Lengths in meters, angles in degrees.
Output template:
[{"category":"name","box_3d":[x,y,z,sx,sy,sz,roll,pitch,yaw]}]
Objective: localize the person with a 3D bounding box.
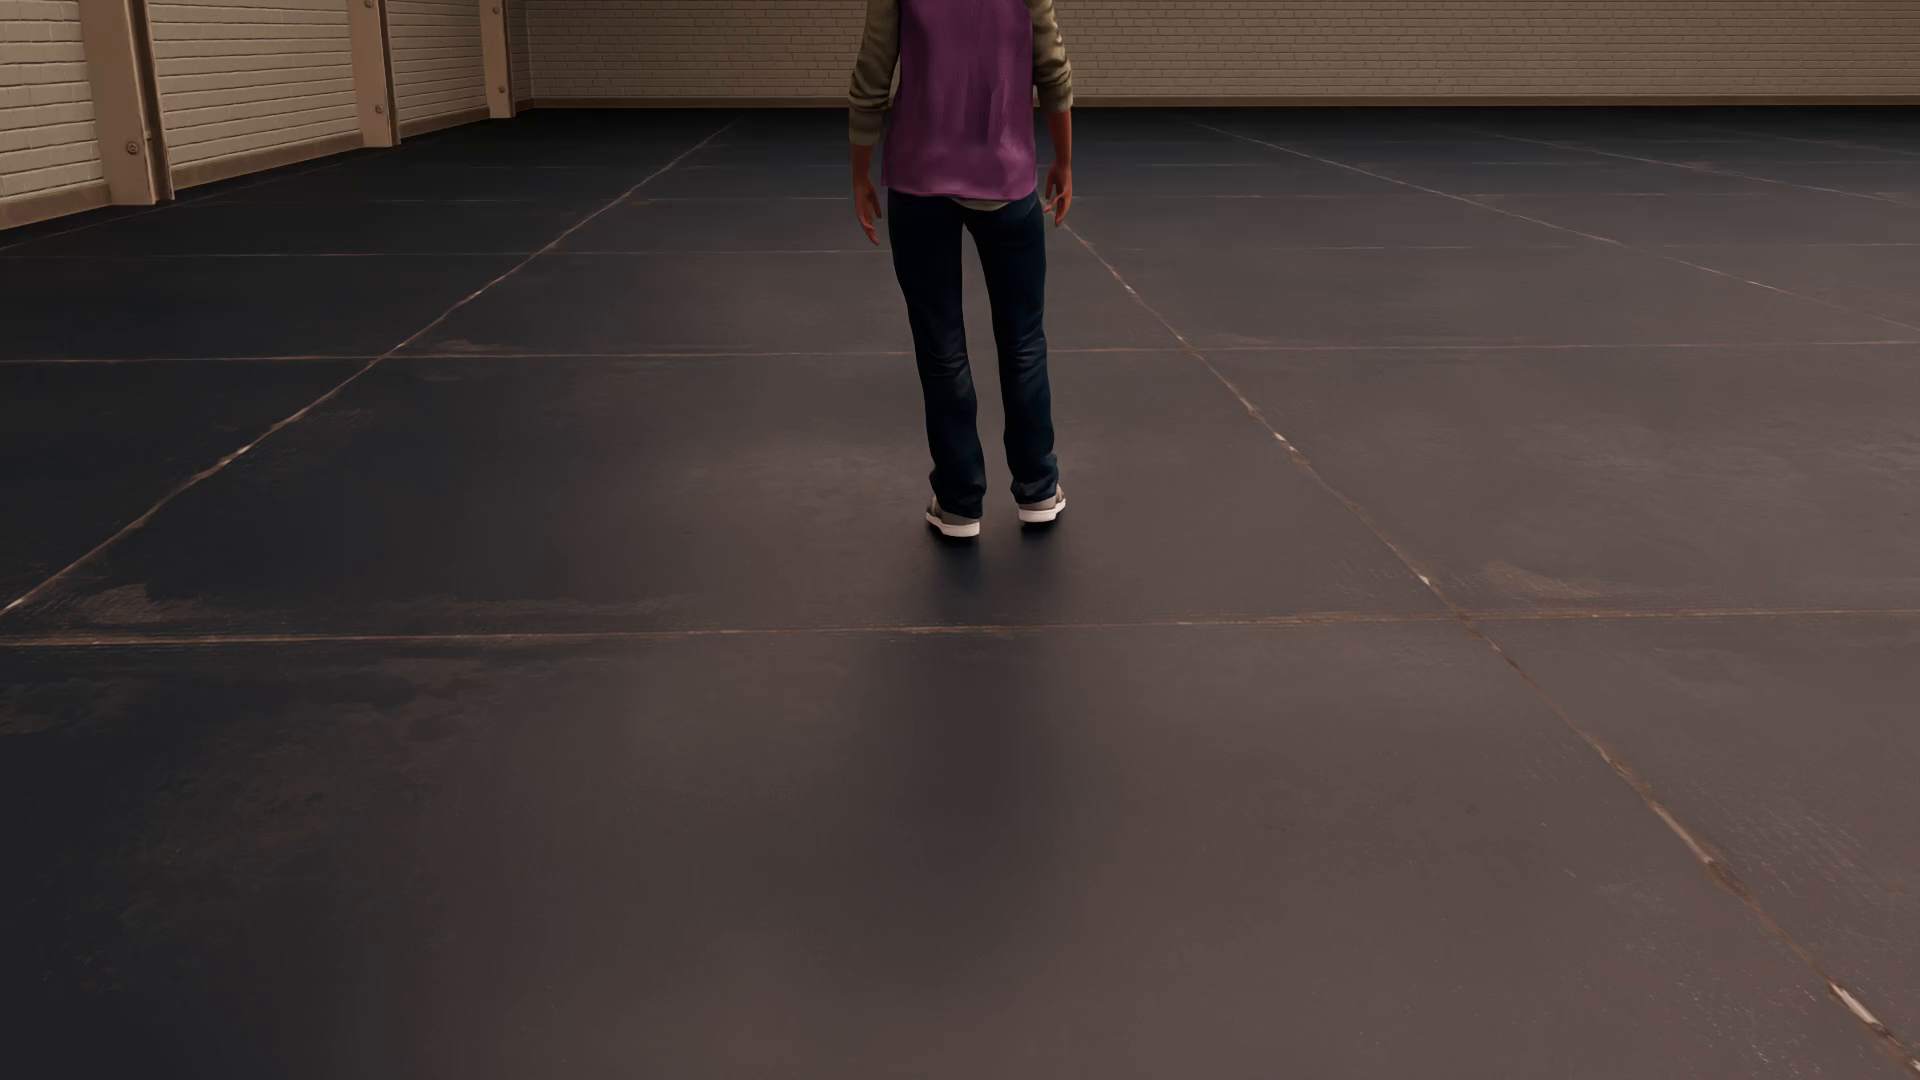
[{"category":"person","box_3d":[0.011,-0.786,3.755,0.520,1.582,0.476,-1,17,-3]}]
